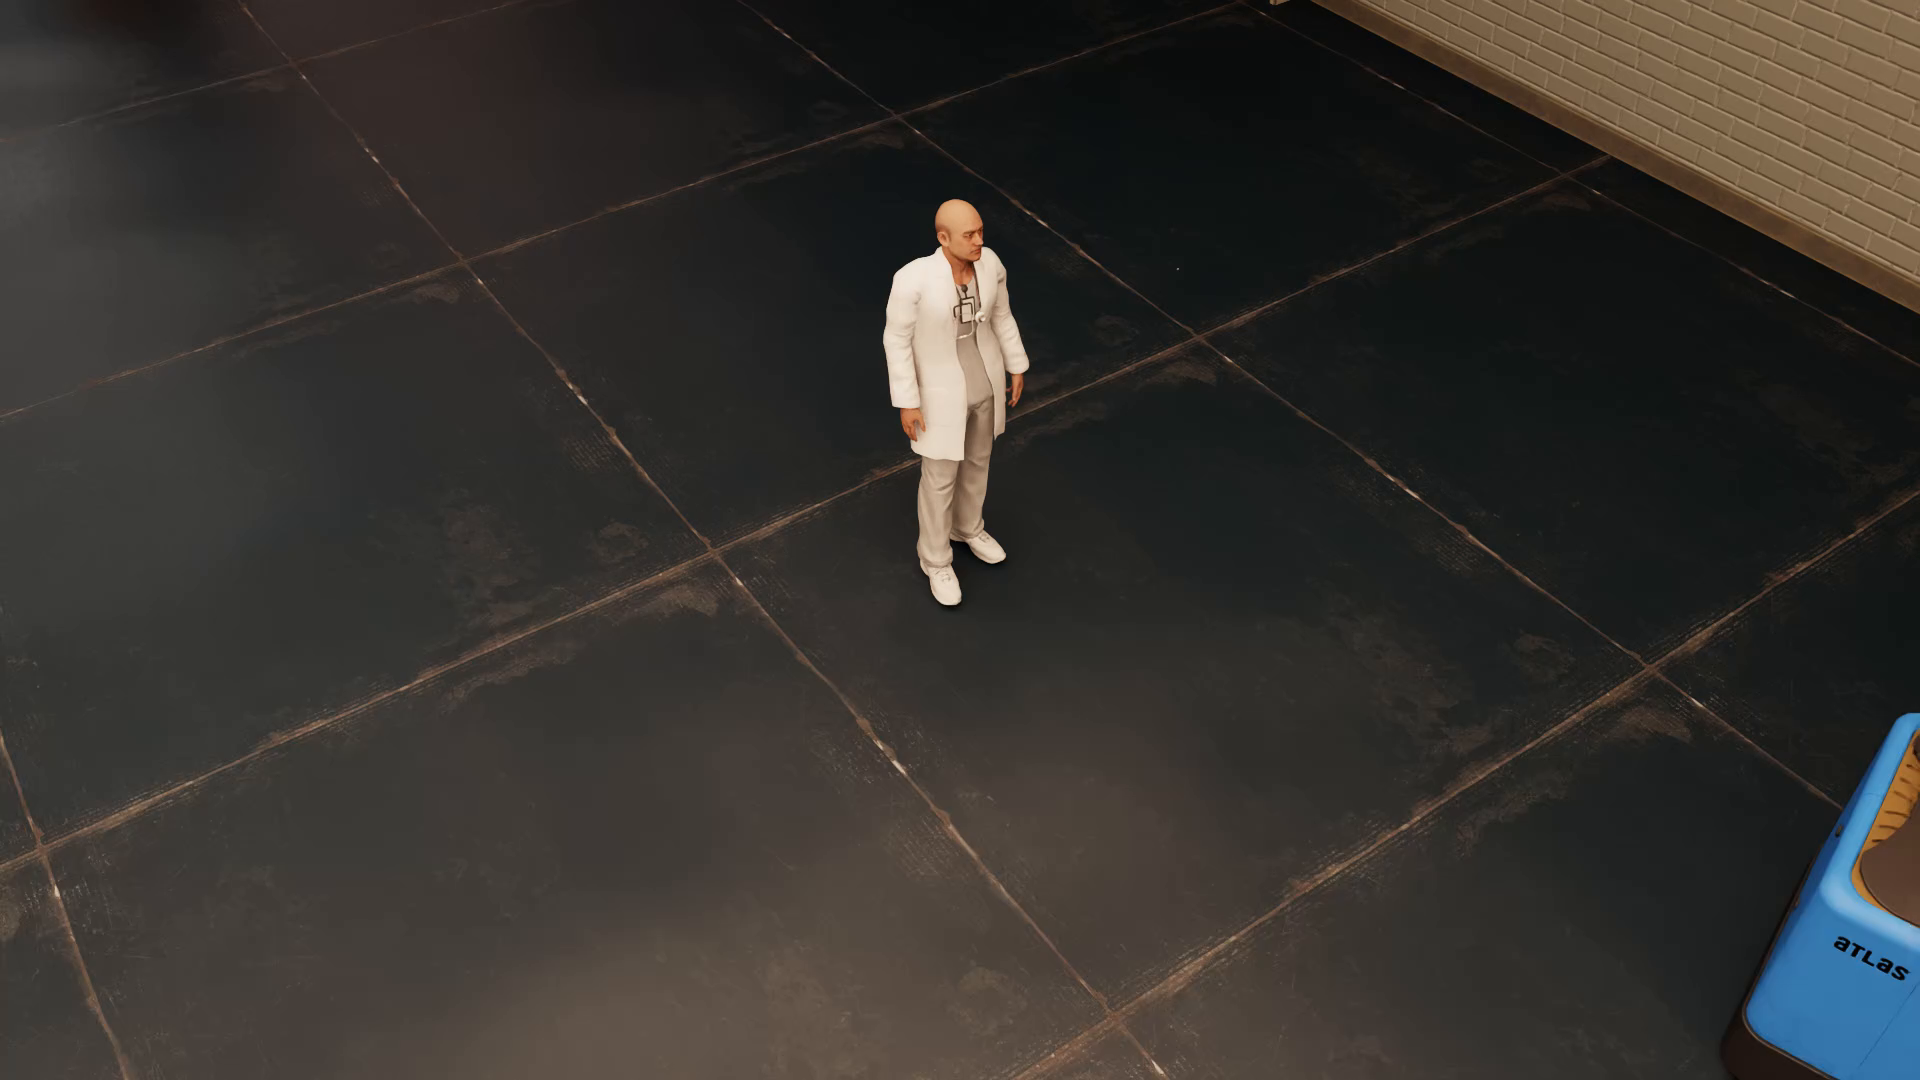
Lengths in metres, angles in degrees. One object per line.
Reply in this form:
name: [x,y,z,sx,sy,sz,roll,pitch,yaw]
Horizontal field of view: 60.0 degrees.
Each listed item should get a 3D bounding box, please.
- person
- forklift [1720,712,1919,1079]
person: [0.048,-0.607,7.215,0.696,1.775,0.581,-25,48,-25]
forklift: [4.137,1.143,4.475,3.031,2.935,1.130,27,49,27]
